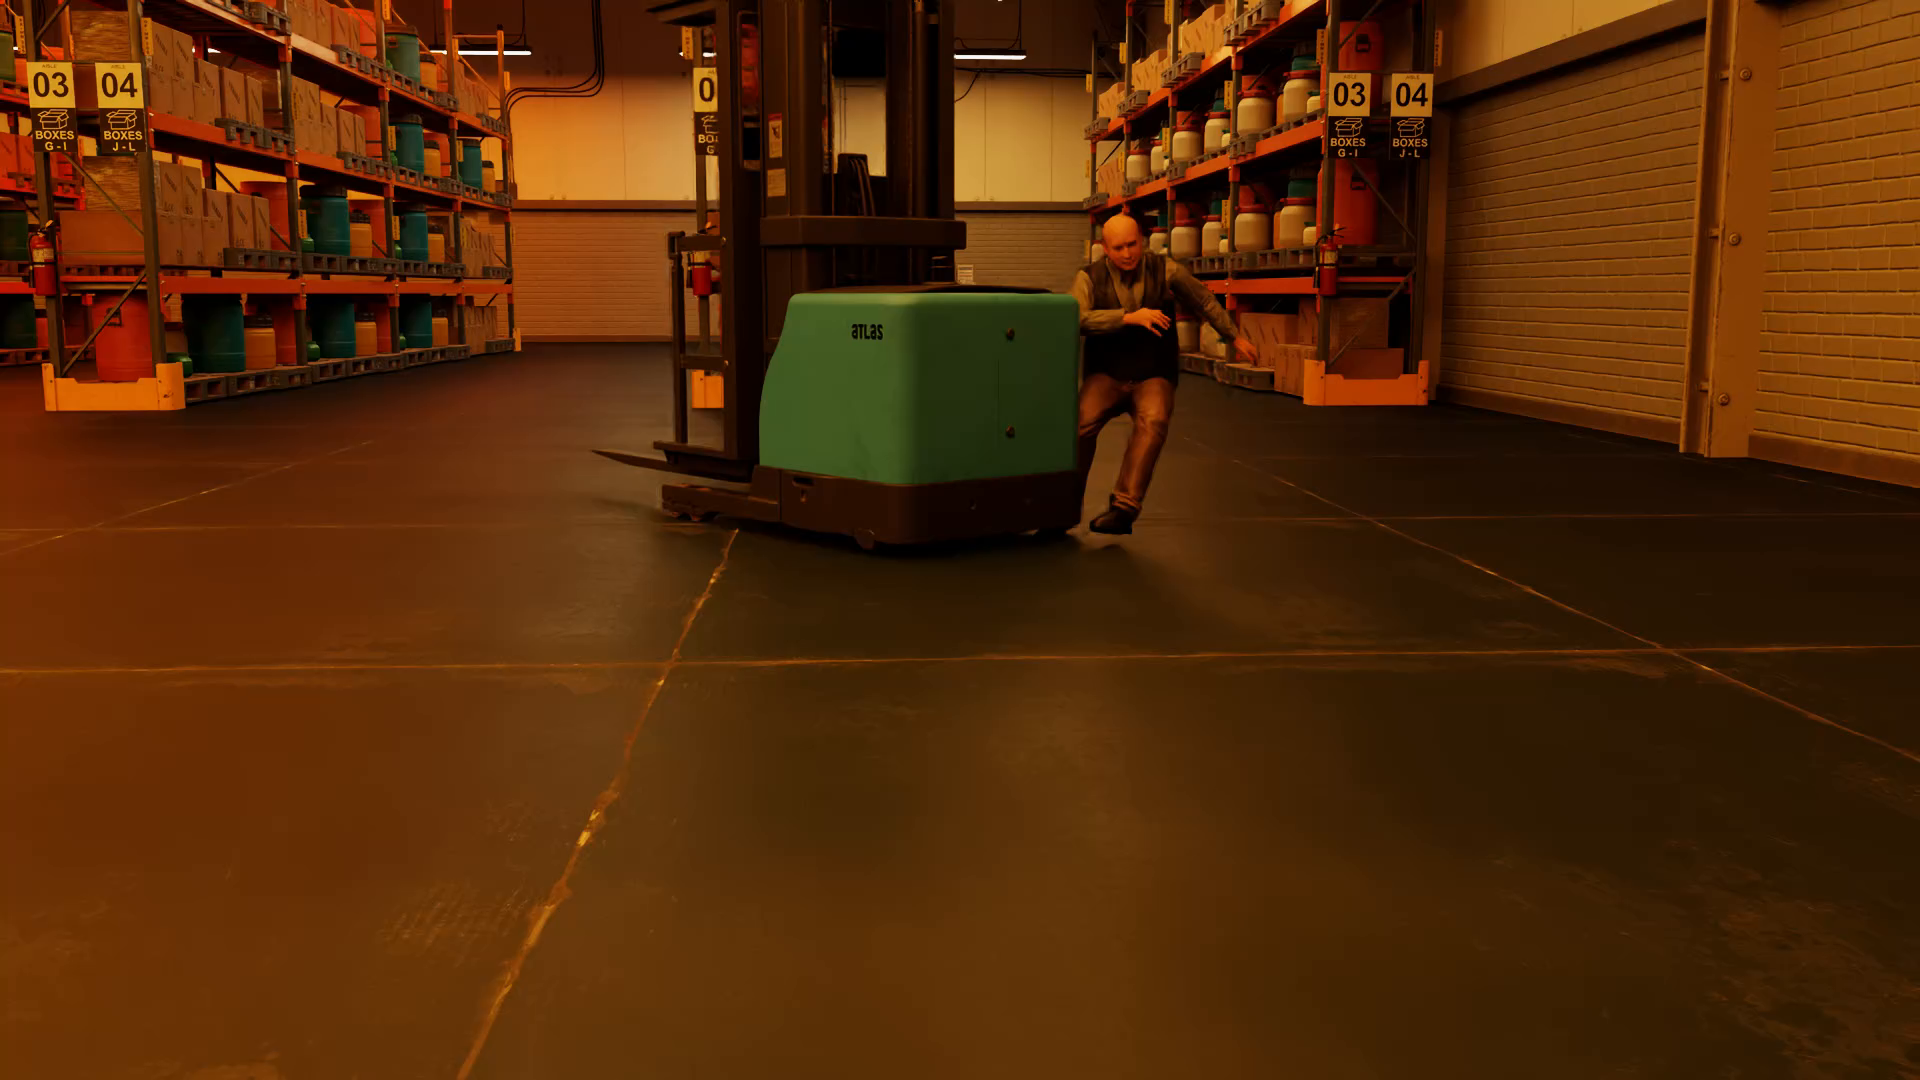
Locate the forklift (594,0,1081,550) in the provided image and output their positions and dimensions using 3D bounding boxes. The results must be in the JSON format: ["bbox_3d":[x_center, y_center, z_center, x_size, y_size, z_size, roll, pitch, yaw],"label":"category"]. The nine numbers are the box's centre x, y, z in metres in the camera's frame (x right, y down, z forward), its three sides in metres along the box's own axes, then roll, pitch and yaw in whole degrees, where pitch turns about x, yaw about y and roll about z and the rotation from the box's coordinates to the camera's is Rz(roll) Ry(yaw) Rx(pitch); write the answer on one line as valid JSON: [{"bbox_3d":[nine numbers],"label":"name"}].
[{"bbox_3d":[-0.788,-1.576,7.944,1.130,2.935,3.031,-7,11,-39],"label":"forklift"}]

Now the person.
[{"bbox_3d":[0.857,-0.711,7.404,1.047,1.458,0.934,0,8,3],"label":"person"}]
